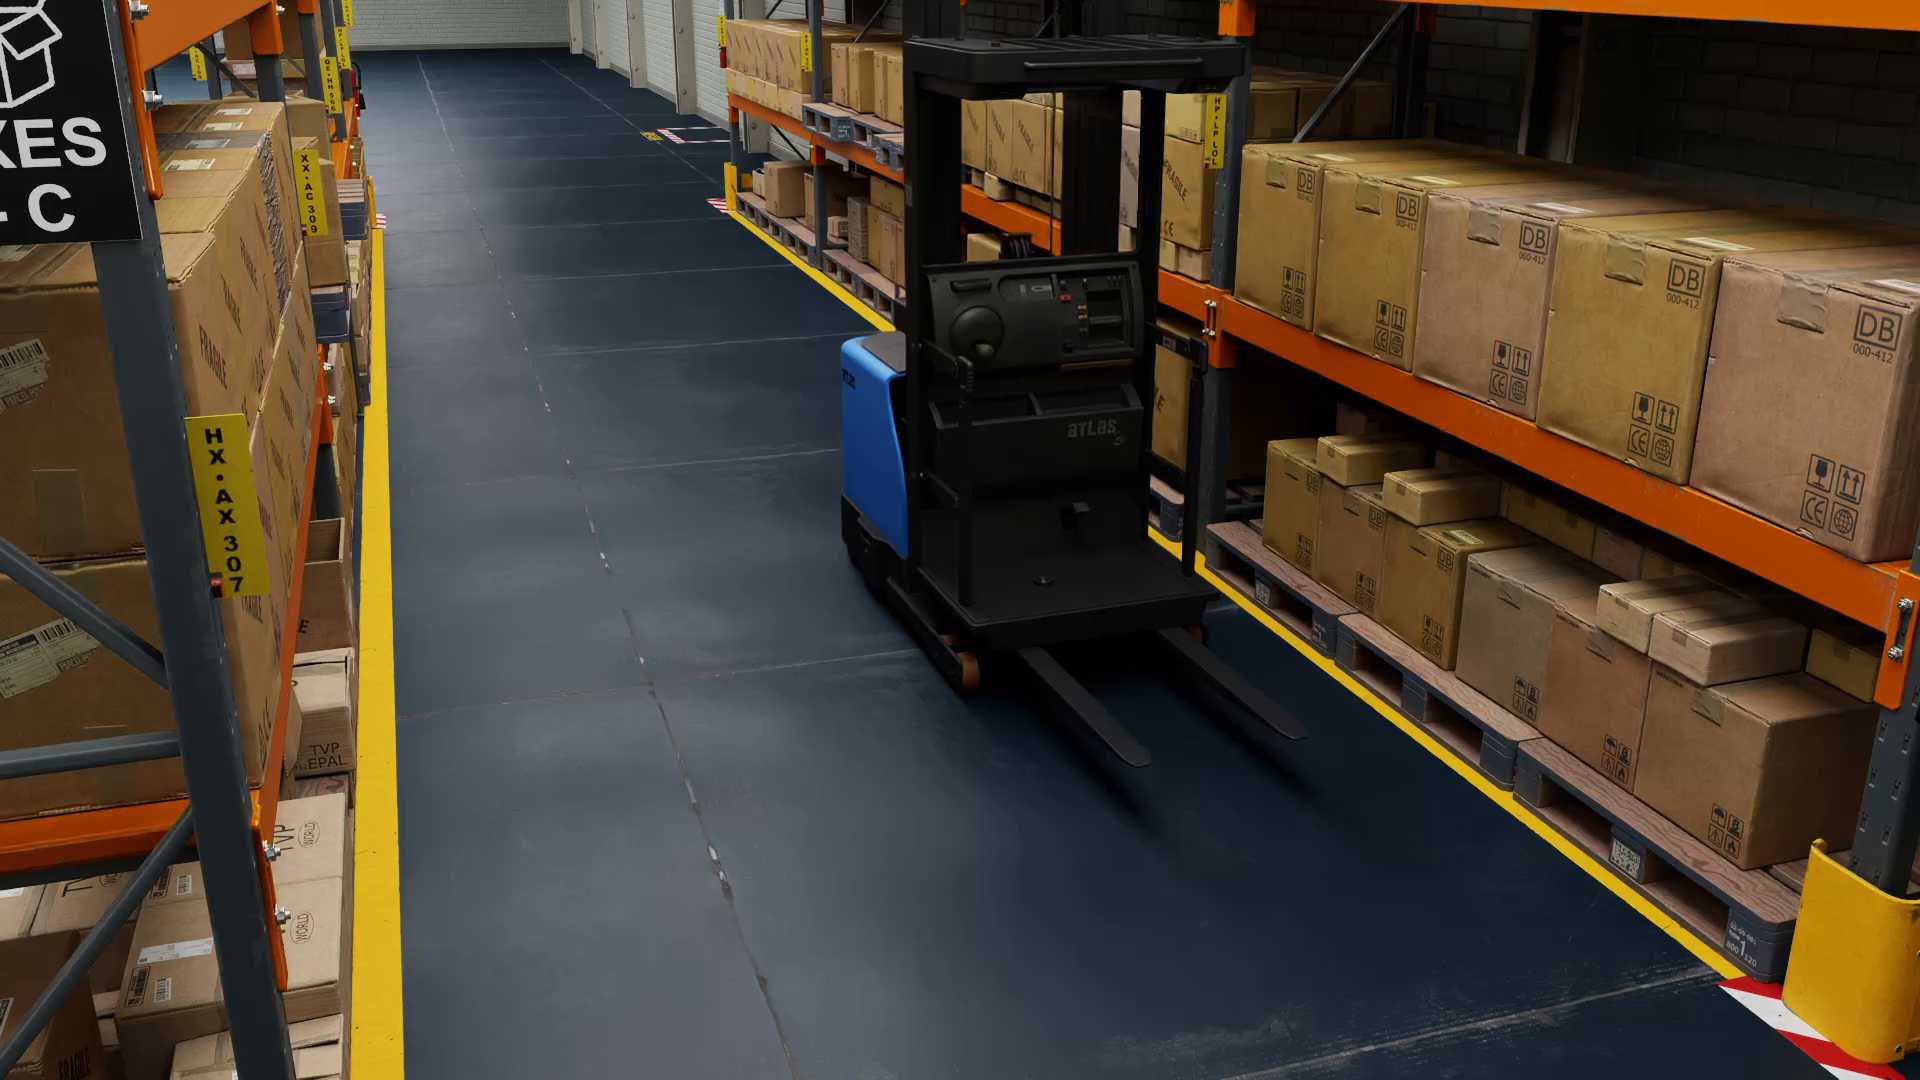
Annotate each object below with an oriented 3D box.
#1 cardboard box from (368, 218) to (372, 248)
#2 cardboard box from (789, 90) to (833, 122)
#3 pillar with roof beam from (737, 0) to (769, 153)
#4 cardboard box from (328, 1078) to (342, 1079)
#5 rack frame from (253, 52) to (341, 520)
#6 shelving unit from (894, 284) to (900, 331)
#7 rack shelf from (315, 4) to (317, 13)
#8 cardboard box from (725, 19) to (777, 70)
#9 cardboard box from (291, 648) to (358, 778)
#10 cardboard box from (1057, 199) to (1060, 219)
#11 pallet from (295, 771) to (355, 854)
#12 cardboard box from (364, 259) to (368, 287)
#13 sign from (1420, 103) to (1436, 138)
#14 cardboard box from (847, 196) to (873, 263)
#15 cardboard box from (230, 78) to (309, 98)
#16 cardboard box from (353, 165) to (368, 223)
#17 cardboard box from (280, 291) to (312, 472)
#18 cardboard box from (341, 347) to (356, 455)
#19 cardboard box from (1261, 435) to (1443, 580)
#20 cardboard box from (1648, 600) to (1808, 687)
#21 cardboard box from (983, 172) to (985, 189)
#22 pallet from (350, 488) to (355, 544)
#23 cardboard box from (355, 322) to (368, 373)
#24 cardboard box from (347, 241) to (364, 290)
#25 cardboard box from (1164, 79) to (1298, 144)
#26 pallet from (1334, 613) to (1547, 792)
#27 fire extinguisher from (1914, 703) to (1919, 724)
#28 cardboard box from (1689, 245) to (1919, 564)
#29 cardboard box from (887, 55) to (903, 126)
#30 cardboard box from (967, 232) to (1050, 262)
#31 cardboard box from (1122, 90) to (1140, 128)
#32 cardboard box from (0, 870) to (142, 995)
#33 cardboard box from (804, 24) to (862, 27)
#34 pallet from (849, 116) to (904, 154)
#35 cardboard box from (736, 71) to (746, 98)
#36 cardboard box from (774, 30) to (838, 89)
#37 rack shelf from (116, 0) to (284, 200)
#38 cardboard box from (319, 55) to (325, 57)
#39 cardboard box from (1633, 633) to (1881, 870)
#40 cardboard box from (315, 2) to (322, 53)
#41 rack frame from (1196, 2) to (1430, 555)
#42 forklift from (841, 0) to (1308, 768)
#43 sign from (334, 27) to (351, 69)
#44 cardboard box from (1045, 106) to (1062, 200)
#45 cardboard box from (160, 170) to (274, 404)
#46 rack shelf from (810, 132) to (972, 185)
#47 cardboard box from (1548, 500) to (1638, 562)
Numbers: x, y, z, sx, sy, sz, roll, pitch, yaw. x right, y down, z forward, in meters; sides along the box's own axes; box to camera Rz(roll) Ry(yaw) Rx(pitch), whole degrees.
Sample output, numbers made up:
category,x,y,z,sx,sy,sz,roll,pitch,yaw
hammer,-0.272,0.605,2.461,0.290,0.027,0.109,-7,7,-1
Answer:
category,x,y,z,sx,sy,sz,roll,pitch,yaw
cardboard box,-5.707,-2.847,15.353,0.500,0.250,0.500,-6,21,-17
cardboard box,-1.280,-4.027,15.383,0.500,0.250,0.500,-6,21,-17
pillar with roof beam,-7.032,-9.411,21.305,9.100,9.000,0.400,-6,21,-17
cardboard box,-1.578,1.374,3.721,0.380,0.149,0.250,-6,21,-17
rack frame,-3.030,-0.874,6.411,1.000,3.000,0.127,-6,21,-17
shelving unit,-0.136,-0.682,8.541,0.258,1.200,0.503,-7,21,-19
rack shelf,-4.916,-3.872,11.386,1.077,0.370,4.000,-6,21,-17
cardboard box,-2.236,-5.359,17.981,0.500,0.500,0.500,-6,21,-17
cardboard box,-2.346,0.578,5.696,0.500,0.311,0.500,-6,21,-17
cardboard box,0.790,-1.955,9.763,0.380,0.149,0.250,-6,21,-17
pallet,-2.428,1.052,5.177,1.003,0.211,1.213,-6,21,-17
cardboard box,-4.982,-2.080,13.215,0.500,0.250,0.500,-7,21,-18
sign,2.198,-1.905,7.886,0.100,0.325,0.005,-6,21,-17
cardboard box,-0.596,-2.765,14.723,0.700,0.500,0.500,-6,21,-15
cardboard box,-5.690,-3.630,13.936,0.700,0.500,0.500,-7,21,-19
cardboard box,-5.558,-3.039,14.777,0.500,0.500,0.500,-6,21,-17
cardboard box,-2.302,-0.458,5.105,0.500,0.500,0.500,-6,21,-16
cardboard box,-3.608,-0.747,9.105,0.500,0.500,0.500,-7,21,-19
cardboard box,1.809,-0.171,7.533,0.700,0.500,0.500,-6,21,-17
cardboard box,2.400,0.320,5.205,0.380,0.149,0.250,-7,21,-18
cardboard box,0.369,-2.364,10.902,0.380,0.149,0.250,-6,21,-16
pallet,-3.709,-0.210,8.690,1.003,0.211,1.213,-6,21,-17
cardboard box,-4.173,-1.260,10.934,0.500,0.250,0.500,-6,21,-17
cardboard box,-4.667,-2.020,12.221,0.500,0.311,0.500,-7,21,-18
cardboard box,1.282,-2.073,8.024,0.500,0.250,0.500,-6,21,-16
pallet,2.223,0.556,6.557,1.003,0.211,1.213,-6,21,-17
fire extinguisher,2.538,0.192,4.111,0.296,0.674,0.183,-6,21,-17
cardboard box,2.759,-0.421,4.708,0.980,0.700,0.700,-5,20,-15
cardboard box,-0.156,-3.486,12.886,0.700,0.500,0.500,-6,21,-17
cardboard box,0.521,-1.621,11.050,0.750,0.750,0.750,-7,21,-18
cardboard box,1.130,-2.238,8.484,0.500,0.250,0.500,-6,21,-16
cardboard box,-2.448,1.041,4.499,0.500,0.250,0.500,-6,21,-17
cardboard box,-1.277,-4.925,16.775,0.500,0.500,0.500,-6,21,-16
pallet,-0.247,-3.225,13.243,1.003,0.211,1.213,-6,21,-17
cardboard box,-2.072,-4.835,17.634,0.500,0.250,0.500,-7,21,-19
cardboard box,-1.448,-4.539,15.698,0.500,0.500,0.500,-7,21,-18
rack shelf,-2.401,-1.305,4.239,1.077,0.370,4.000,-6,21,-17
cardboard box,-5.524,-3.980,13.954,0.380,0.149,0.250,-6,21,-16
cardboard box,2.614,0.647,5.254,0.700,0.500,0.500,-6,21,-17
cardboard box,-5.850,-4.402,14.168,0.700,0.500,0.500,-6,21,-17
rack frame,1.671,-1.401,7.880,1.000,3.000,0.127,-6,21,-17
forklift,0.395,-0.922,6.648,1.130,2.935,3.031,-7,21,-19
sign,-5.033,-4.009,13.546,0.100,0.325,0.005,-6,21,-17
cardboard box,0.806,-2.203,9.496,0.500,0.500,0.500,-6,21,-16
cardboard box,-1.986,-0.606,4.039,0.500,0.500,0.500,-6,21,-16
rack shelf,-0.215,-2.988,13.362,1.077,0.370,4.000,-6,21,-17
cardboard box,2.443,-0.046,6.224,0.380,0.149,0.250,-6,21,-17
